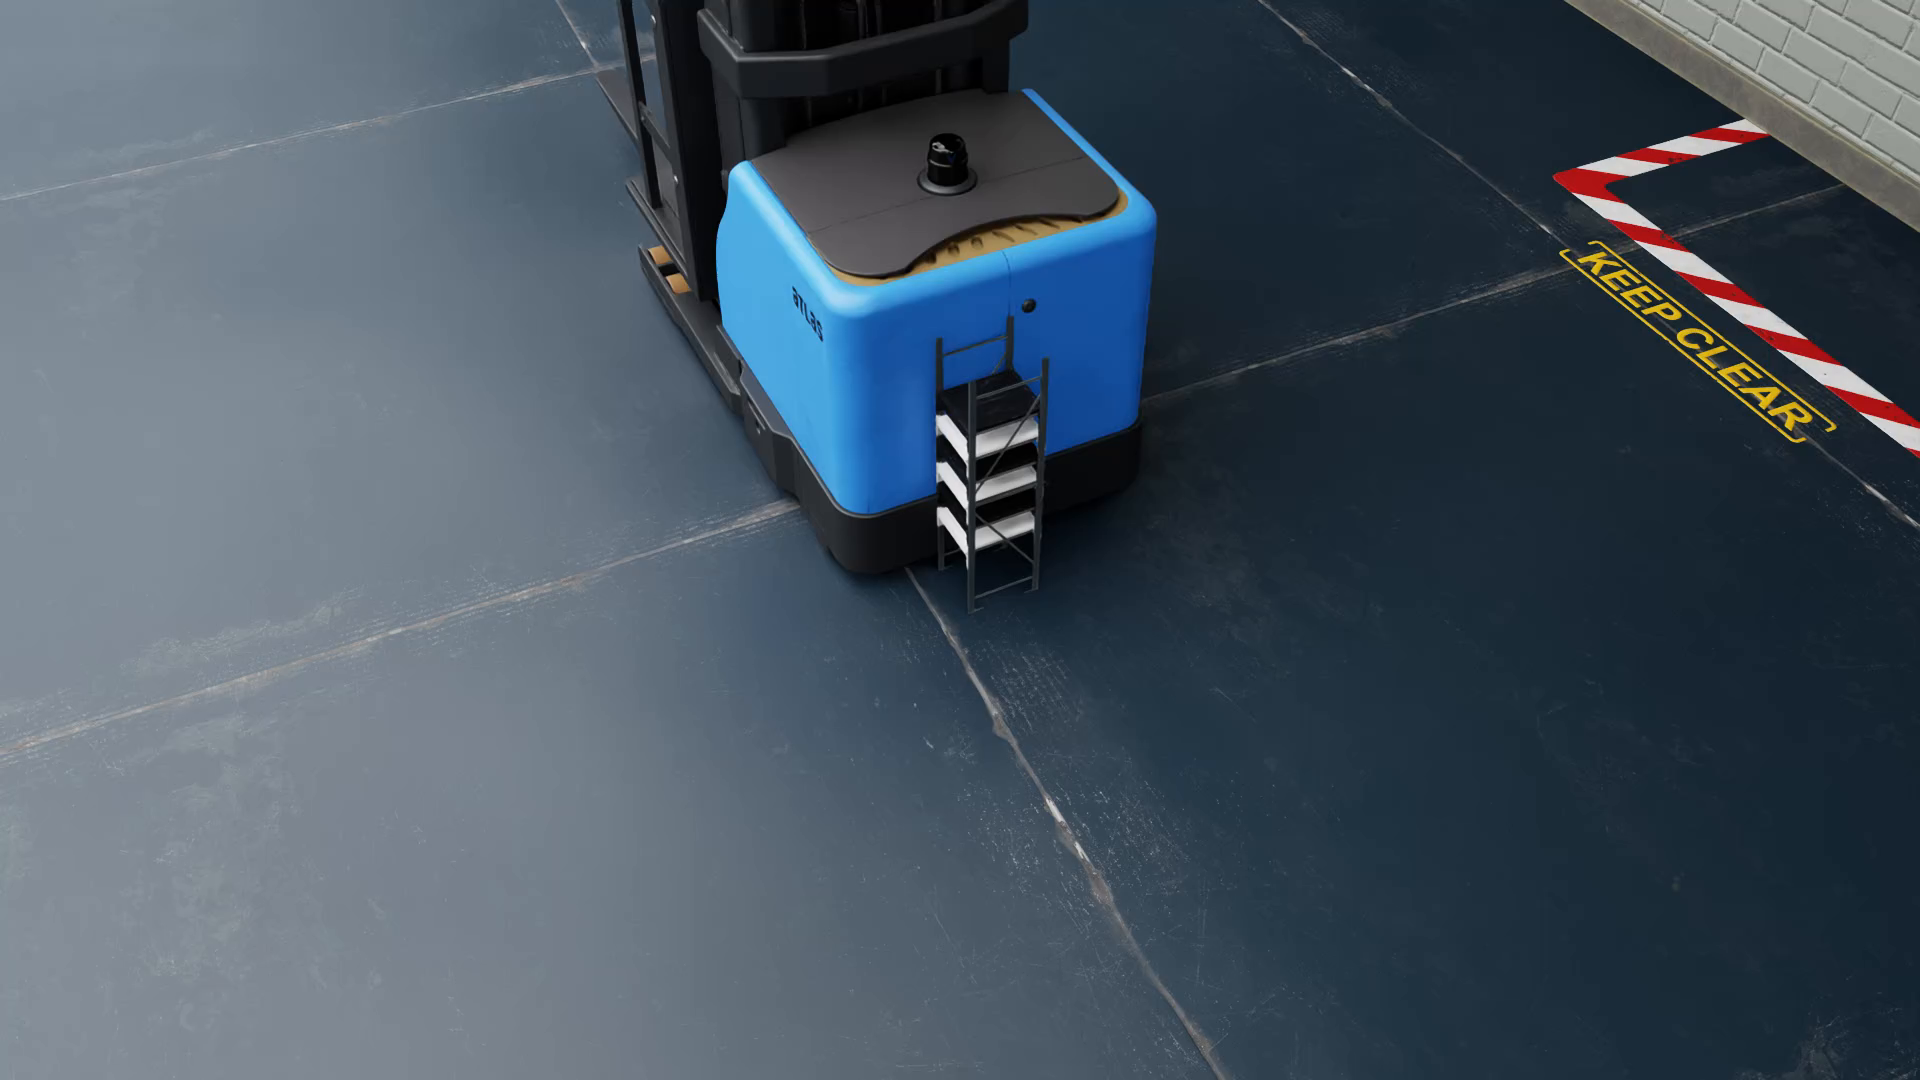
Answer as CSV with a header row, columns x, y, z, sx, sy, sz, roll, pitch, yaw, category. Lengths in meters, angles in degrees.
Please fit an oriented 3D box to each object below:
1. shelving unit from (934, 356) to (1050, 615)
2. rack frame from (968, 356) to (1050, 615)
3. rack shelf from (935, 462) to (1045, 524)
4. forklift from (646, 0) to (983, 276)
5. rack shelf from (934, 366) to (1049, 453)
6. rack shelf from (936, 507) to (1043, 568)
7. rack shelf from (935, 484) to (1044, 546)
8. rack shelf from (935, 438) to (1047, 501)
x,y,z,sx,sy,sz,roll,pitch,yaw,category
-1.259,-6.964,11.667,6.446,0.900,18.654,-19,48,-19,shelving unit
0.132,-0.134,4.745,0.240,0.900,0.006,-19,48,-19,rack frame
0.087,-0.174,4.833,0.258,0.077,0.200,-19,48,-19,rack shelf
-0.529,-1.979,5.169,1.121,2.935,3.031,-19,48,-19,forklift
0.087,-0.366,4.643,0.258,0.077,0.200,-19,48,-19,rack shelf
-1.260,-6.743,11.888,6.446,0.275,18.649,-19,48,-19,rack shelf
0.087,-0.110,4.896,0.258,0.077,0.200,-19,48,-19,rack shelf
0.087,-0.238,4.770,0.258,0.077,0.200,-19,48,-19,rack shelf
